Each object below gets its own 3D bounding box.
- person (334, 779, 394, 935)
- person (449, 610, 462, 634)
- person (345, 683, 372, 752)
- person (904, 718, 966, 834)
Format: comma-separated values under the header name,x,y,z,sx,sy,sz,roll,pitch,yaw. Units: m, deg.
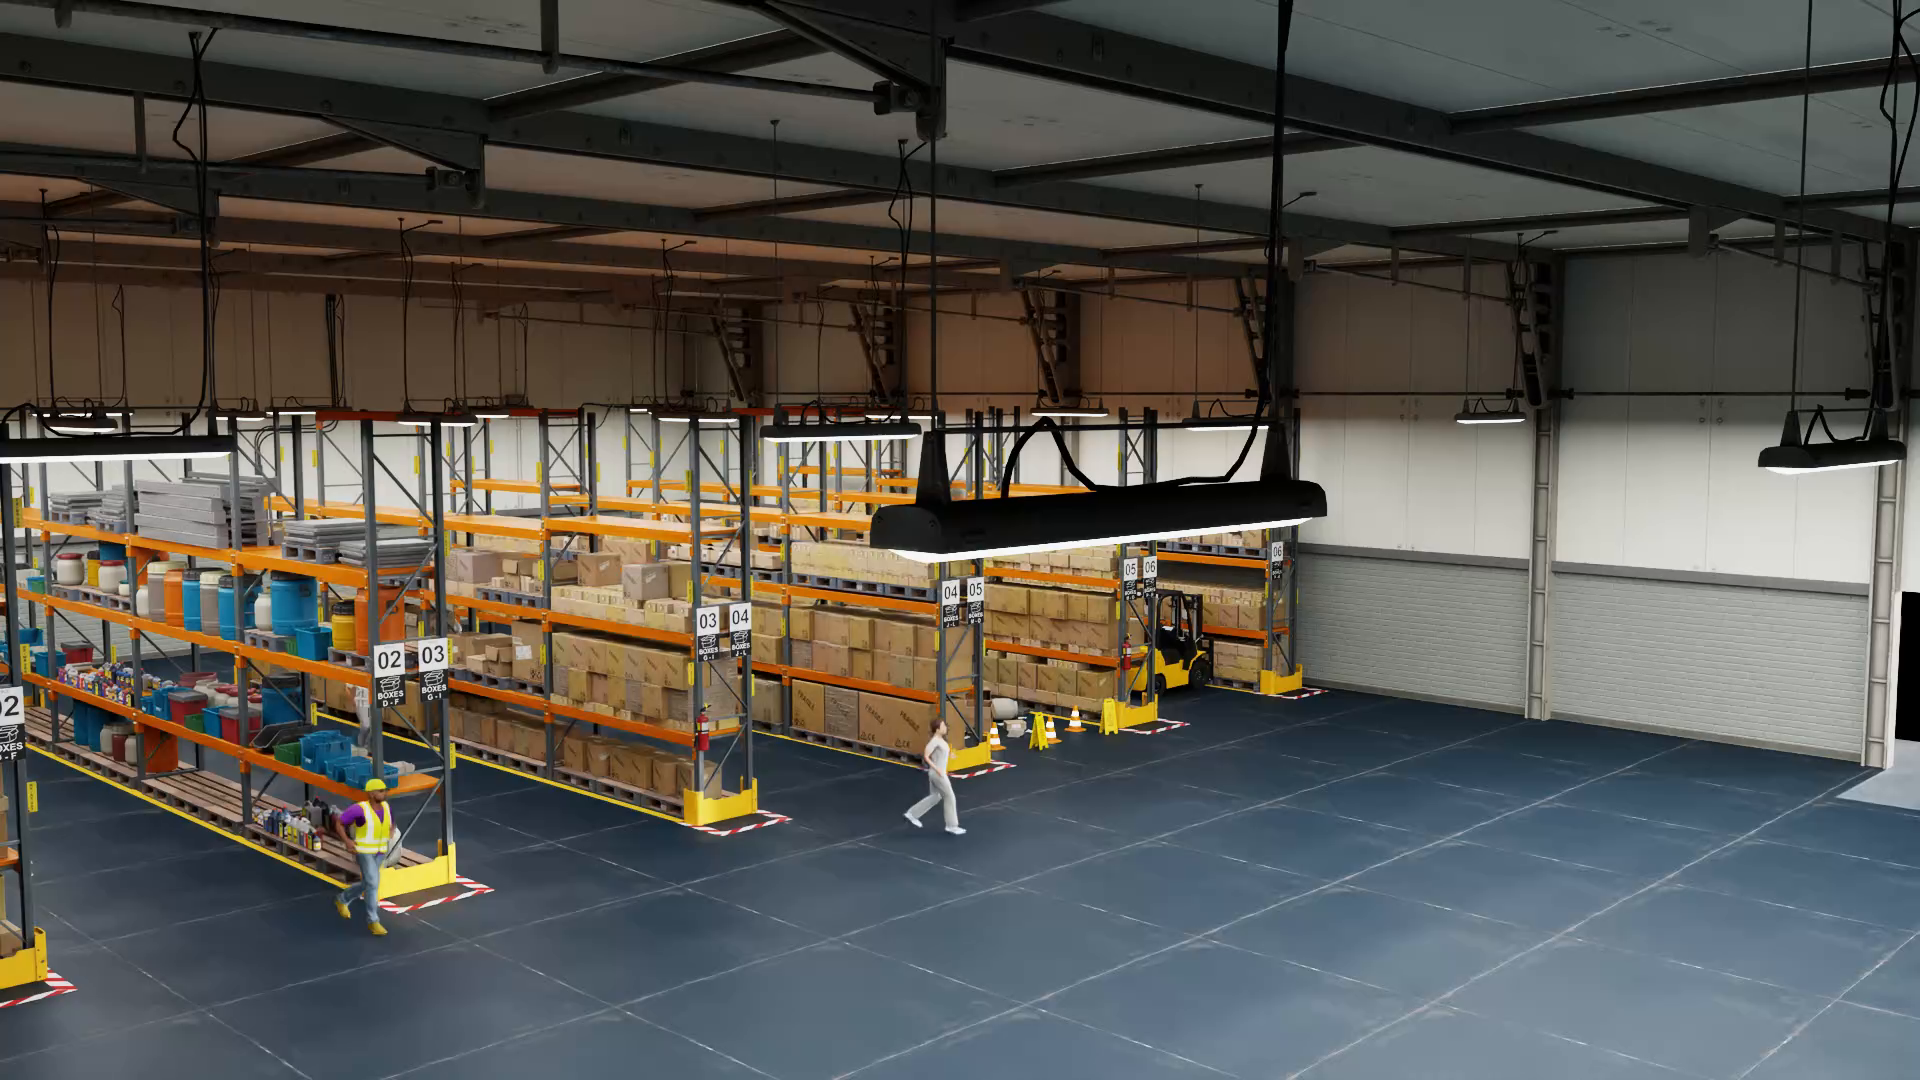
name,x,y,z,sx,sy,sz,roll,pitch,yaw
person,-7.021,3.713,19.790,0.944,1.733,0.732,2,6,26
person,-11.185,2.318,36.687,0.568,1.559,0.600,-4,7,-40
person,-10.351,2.934,29.088,0.663,1.664,0.583,-4,7,-39
person,-0.356,3.385,23.884,0.889,1.680,0.558,0,5,-3
